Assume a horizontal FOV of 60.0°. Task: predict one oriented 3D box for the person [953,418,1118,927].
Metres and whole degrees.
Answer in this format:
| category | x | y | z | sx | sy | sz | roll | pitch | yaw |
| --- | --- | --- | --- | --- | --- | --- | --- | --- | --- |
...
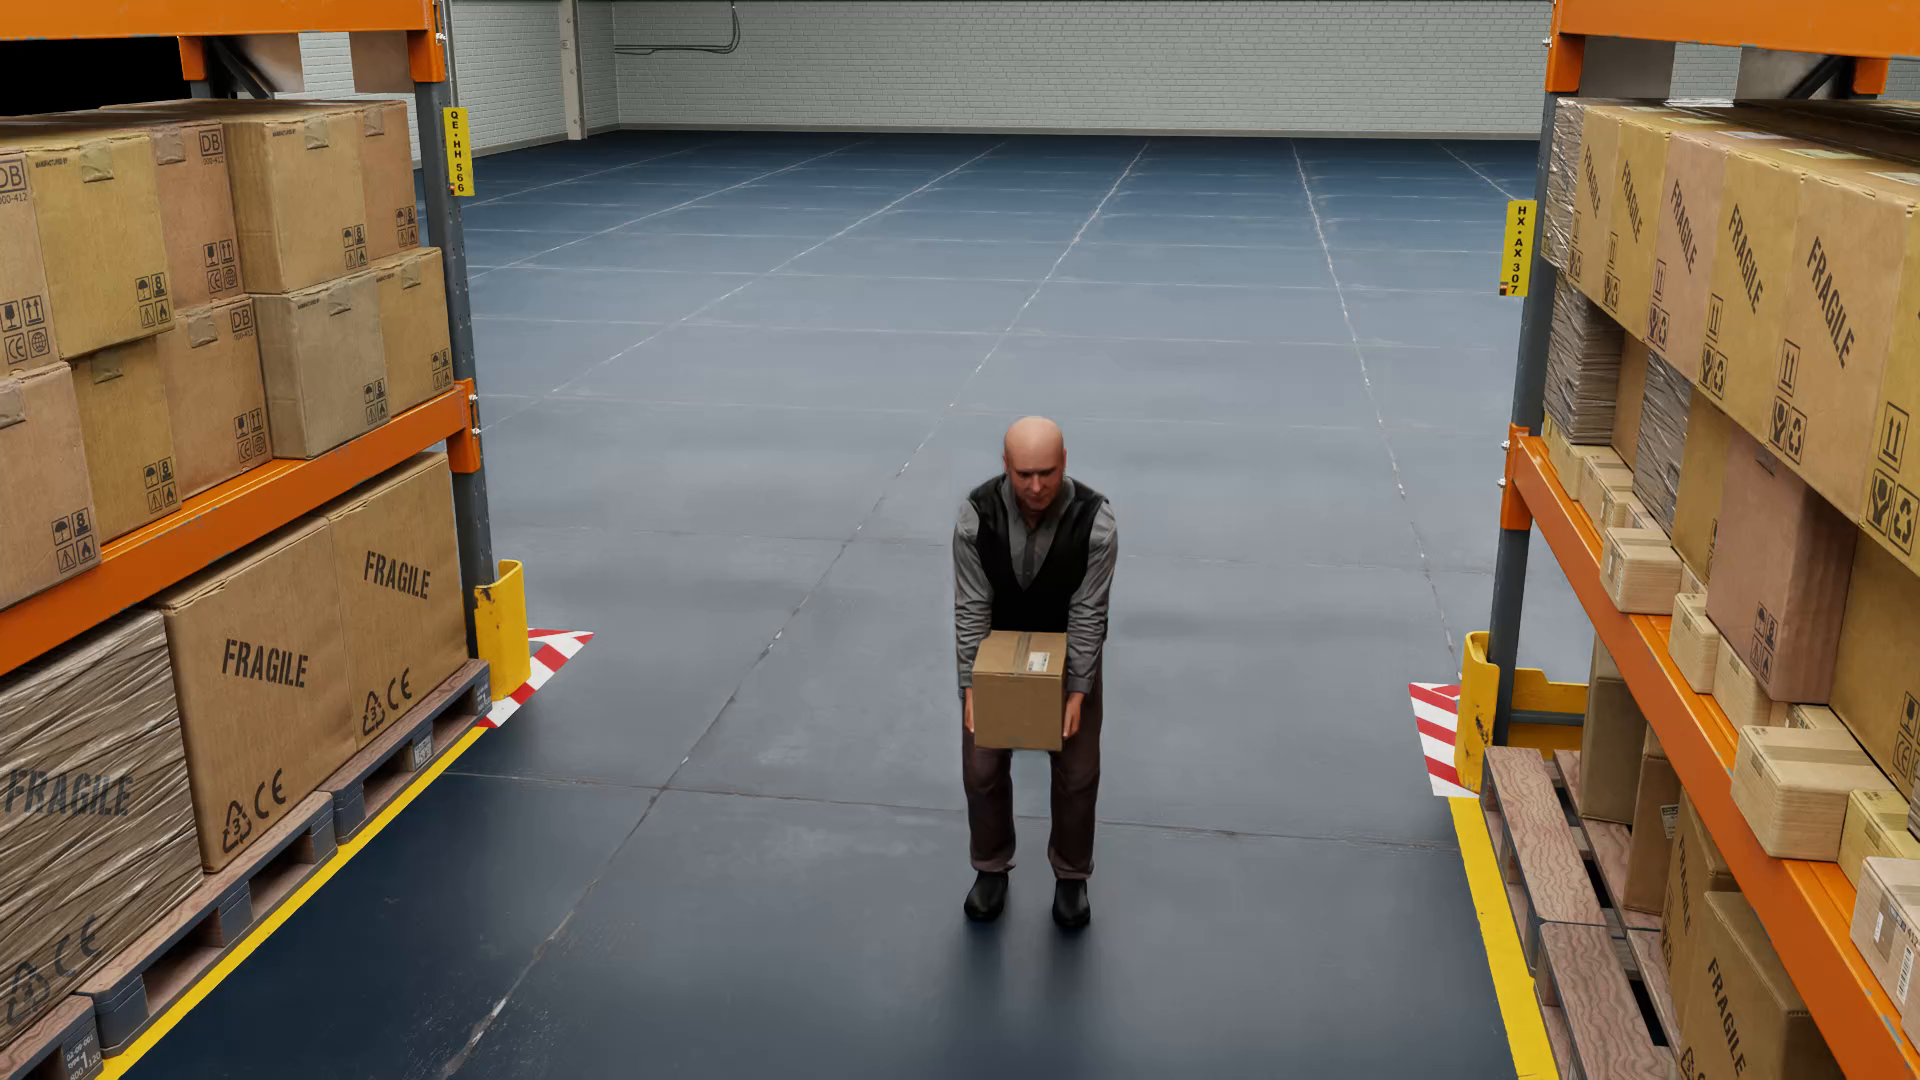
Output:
| category | x | y | z | sx | sy | sz | roll | pitch | yaw |
| --- | --- | --- | --- | --- | --- | --- | --- | --- | --- |
| person | 0.226 | 0.397 | 4.986 | 0.477 | 1.647 | 0.615 | 2 | 18 | 8 |
